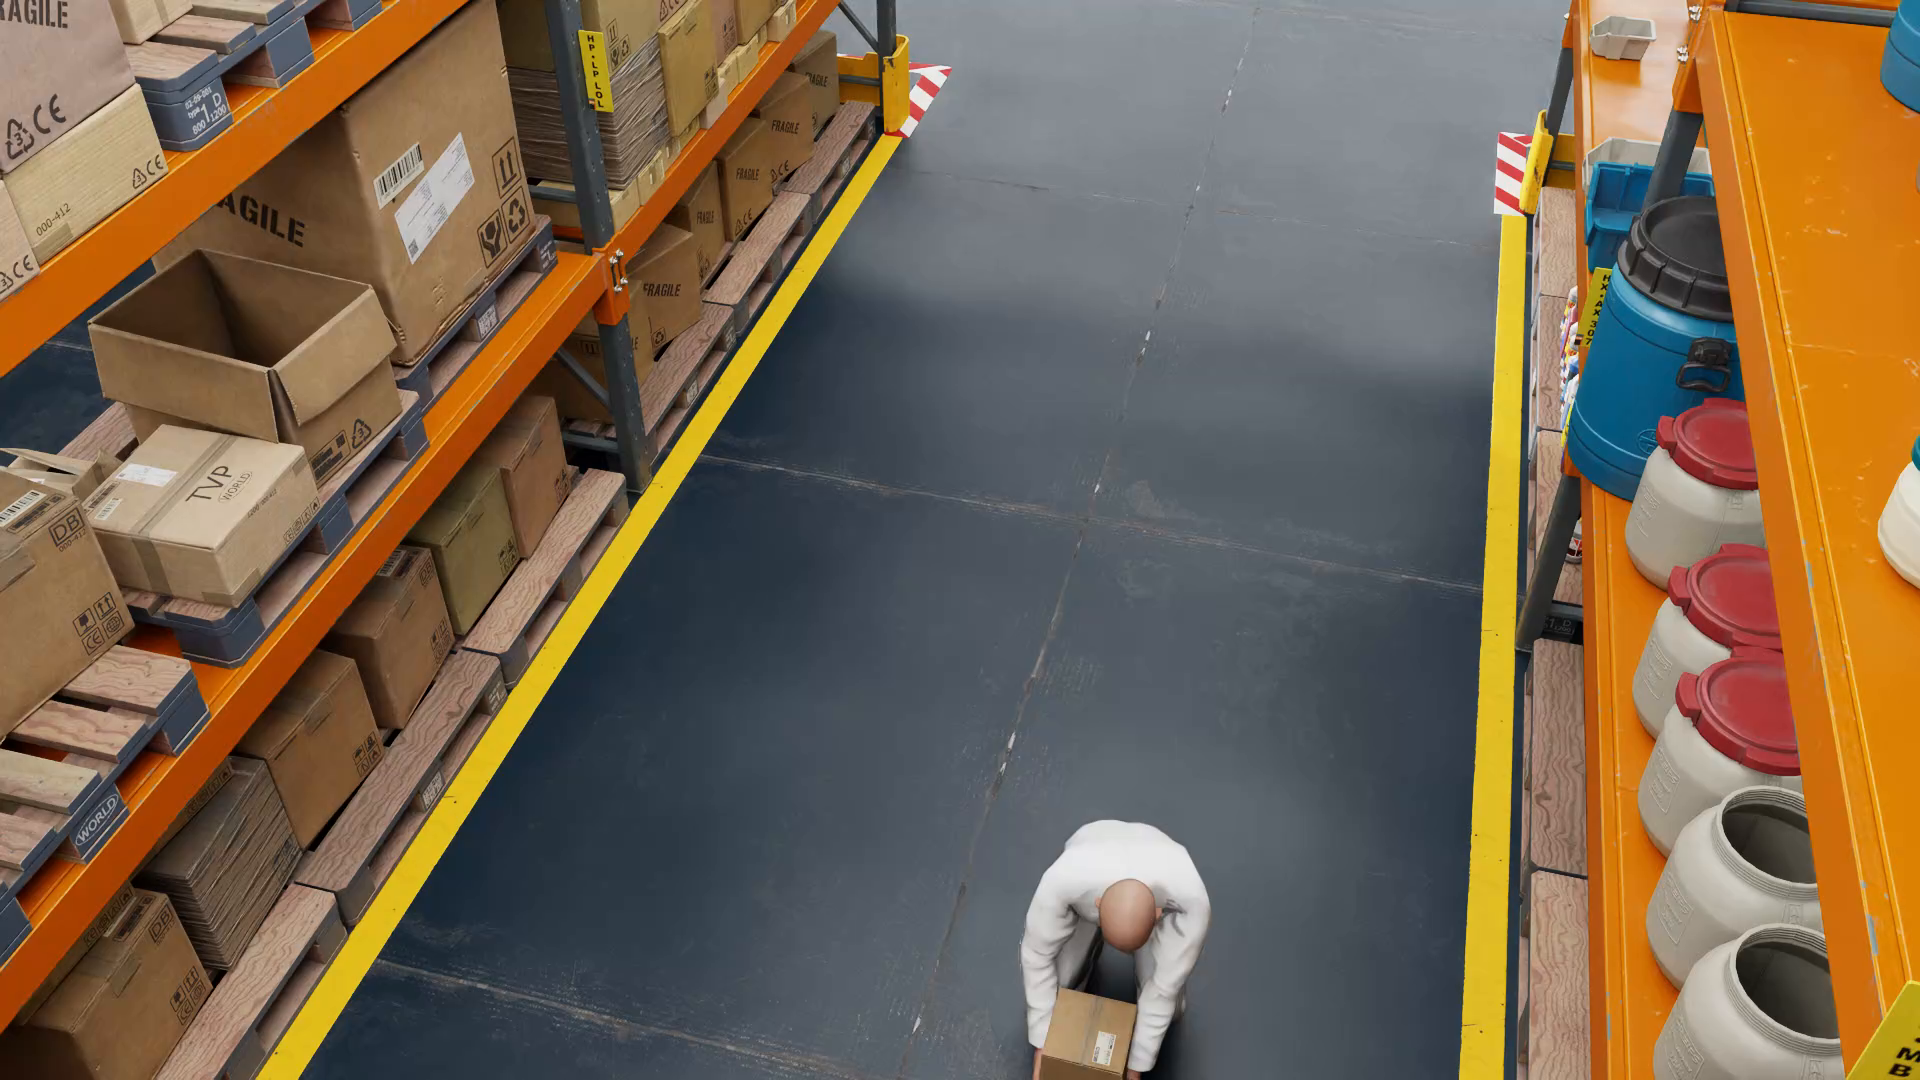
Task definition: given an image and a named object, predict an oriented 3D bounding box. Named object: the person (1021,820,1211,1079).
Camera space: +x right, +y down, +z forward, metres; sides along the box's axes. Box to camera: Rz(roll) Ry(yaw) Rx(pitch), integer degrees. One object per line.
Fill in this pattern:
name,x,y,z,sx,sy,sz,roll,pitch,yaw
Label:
person,0.494,1.248,5.311,0.588,1.001,0.901,10,41,11
